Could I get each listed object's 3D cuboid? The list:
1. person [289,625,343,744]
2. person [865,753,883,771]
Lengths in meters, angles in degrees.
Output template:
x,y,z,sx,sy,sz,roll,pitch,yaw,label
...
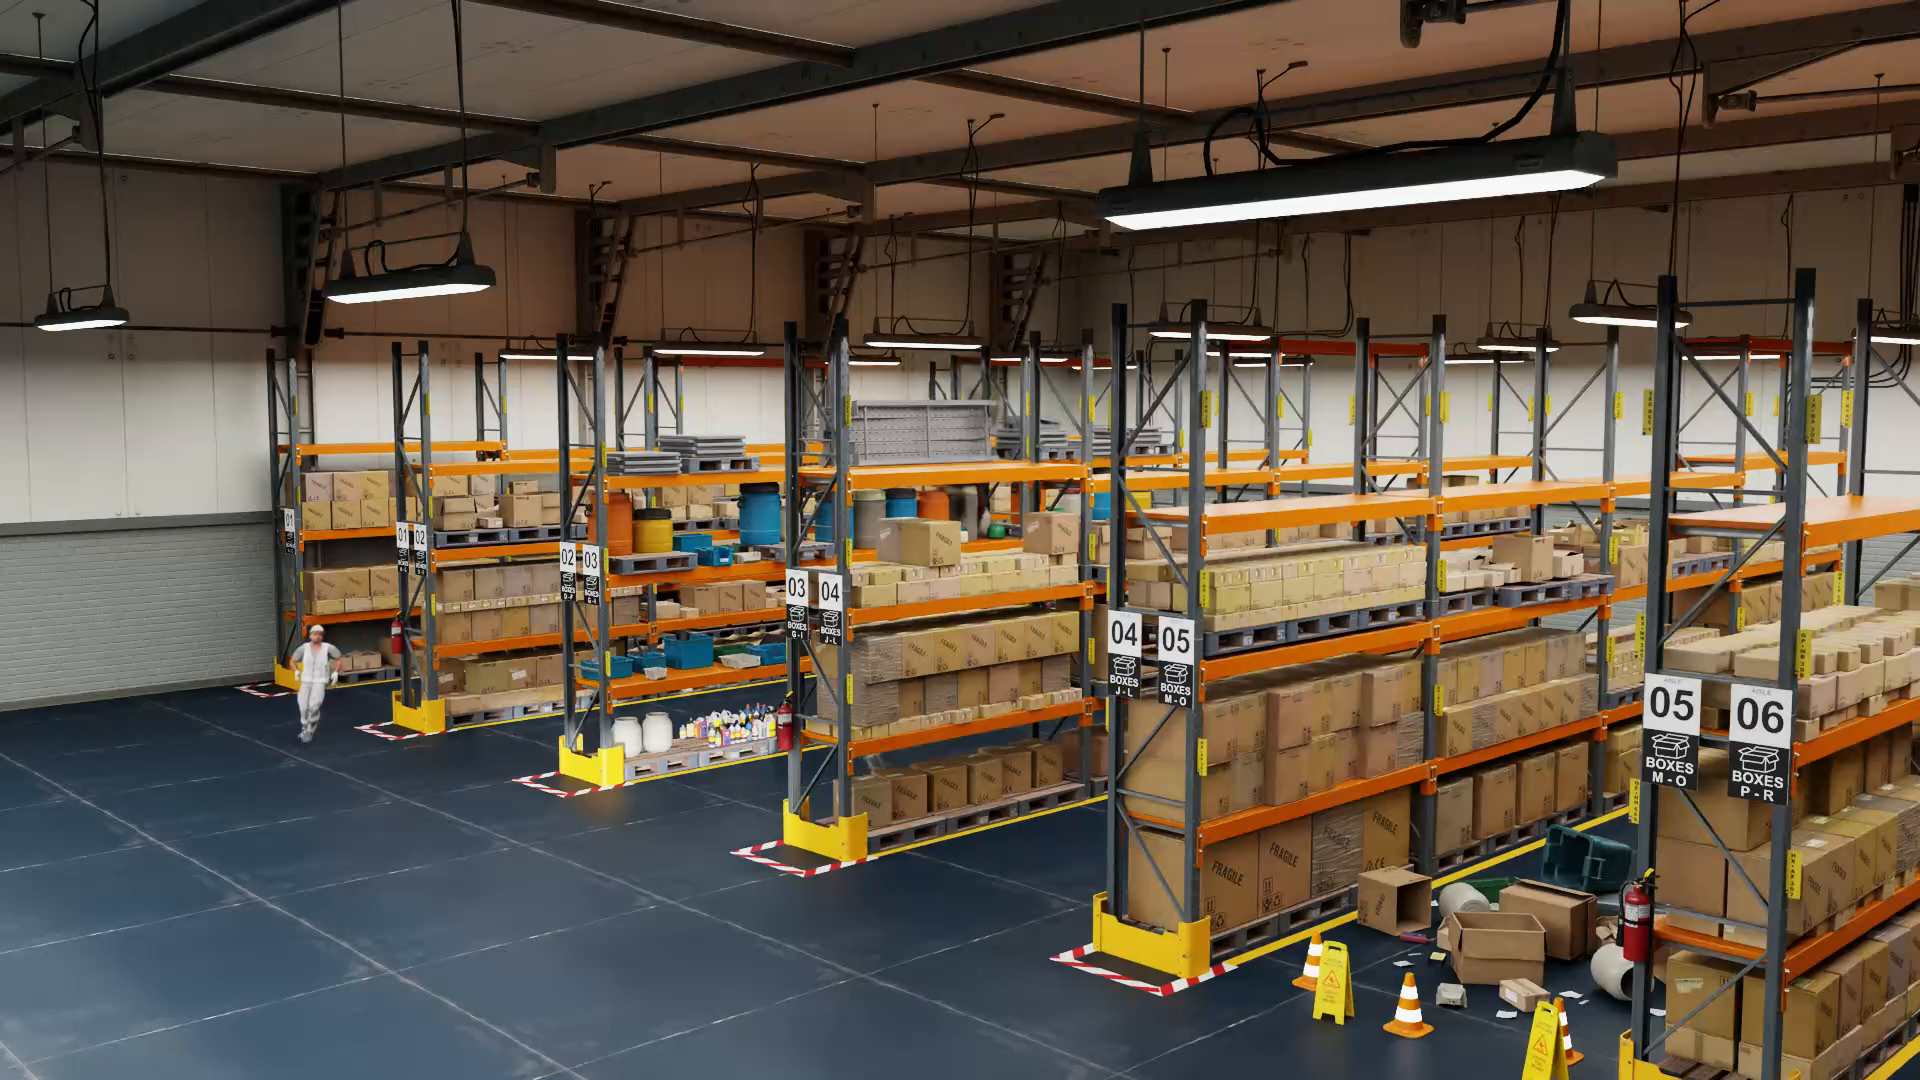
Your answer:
x,y,z,sx,sy,sz,roll,pitch,yaw,label
-9.631,2.141,24.818,0.712,1.758,0.644,-1,5,-7,person
-1.151,2.471,21.716,0.565,1.695,0.661,3,6,33,person
